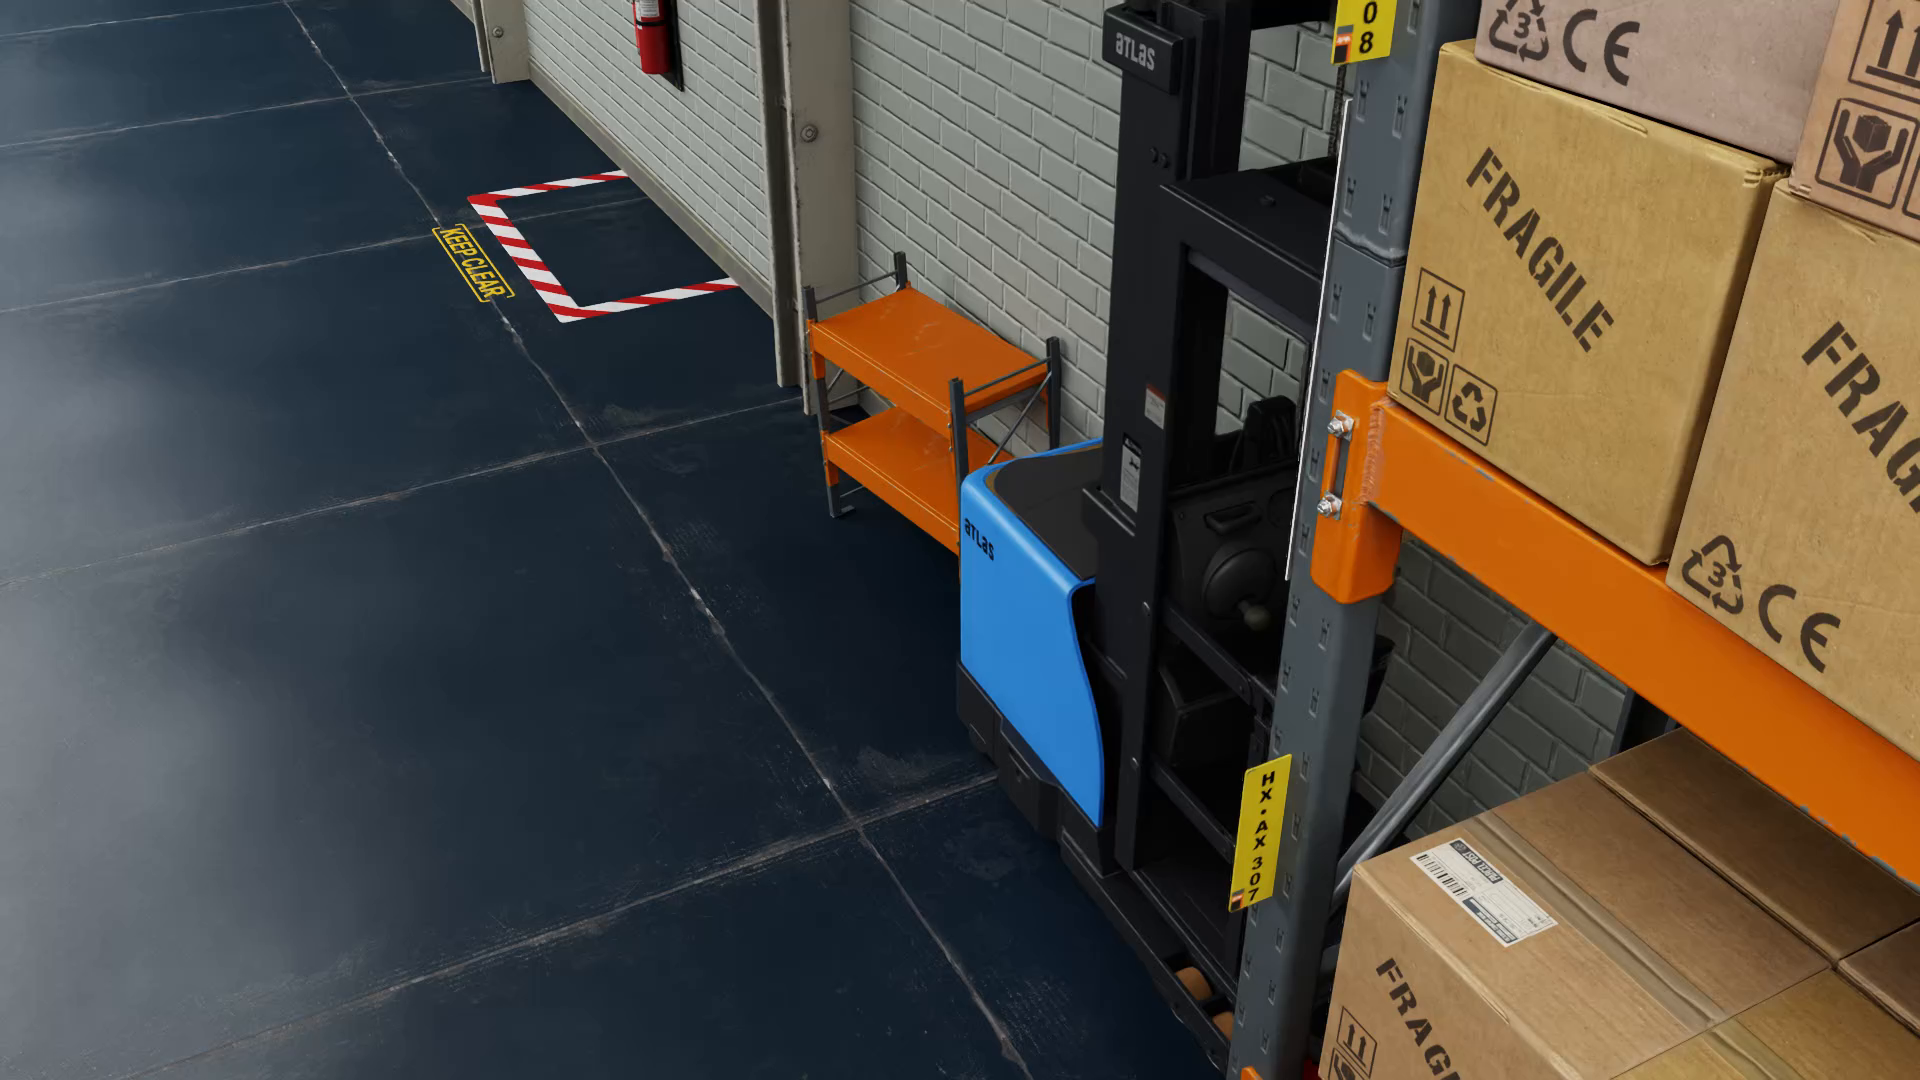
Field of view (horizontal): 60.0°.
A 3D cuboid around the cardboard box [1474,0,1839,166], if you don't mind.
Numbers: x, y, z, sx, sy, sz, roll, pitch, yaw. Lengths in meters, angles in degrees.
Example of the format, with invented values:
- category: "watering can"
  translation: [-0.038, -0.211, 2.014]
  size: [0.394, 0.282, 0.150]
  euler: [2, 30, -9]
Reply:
- category: "cardboard box"
  translation: [0.965, -0.753, 1.826]
  size: [0.500, 0.500, 0.500]
  euler: [-19, 37, -26]

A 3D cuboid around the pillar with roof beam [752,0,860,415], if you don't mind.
- category: "pillar with roof beam"
  translation: [-4.514, -3.453, 4.298]
  size: [9.100, 9.000, 0.400]
  euler: [-16, 36, -23]

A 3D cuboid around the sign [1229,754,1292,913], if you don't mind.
- category: "sign"
  translation: [0.520, 0.509, 2.872]
  size: [0.100, 0.325, 0.005]
  euler: [-16, 36, -23]

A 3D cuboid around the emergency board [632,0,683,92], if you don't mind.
- category: "emergency board"
  translation: [-1.824, -3.199, 9.462]
  size: [0.194, 1.169, 0.643]
  euler: [-16, 36, -23]

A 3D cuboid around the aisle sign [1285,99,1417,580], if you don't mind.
- category: "aisle sign"
  translation: [0.701, -0.317, 2.554]
  size: [0.394, 0.787, 0.004]
  euler: [-16, 36, -23]

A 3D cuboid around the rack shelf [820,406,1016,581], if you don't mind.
- category: "rack shelf"
  translation: [-0.086, -0.237, 6.996]
  size: [0.538, 0.278, 1.000]
  euler: [-26, 41, -27]

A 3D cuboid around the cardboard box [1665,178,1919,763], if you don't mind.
- category: "cardboard box"
  translation: [1.154, -0.089, 1.716]
  size: [0.500, 0.500, 0.500]
  euler: [-13, 35, -20]

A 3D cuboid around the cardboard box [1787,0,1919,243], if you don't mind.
- category: "cardboard box"
  translation: [1.154, -0.501, 1.432]
  size: [0.500, 0.500, 0.500]
  euler: [-16, 36, -24]

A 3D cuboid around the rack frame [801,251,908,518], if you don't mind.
- category: "rack frame"
  translation: [-0.404, -0.657, 7.198]
  size: [0.500, 1.125, 0.032]
  euler: [-26, 41, -27]

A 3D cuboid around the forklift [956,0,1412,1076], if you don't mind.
- category: "forklift"
  translation: [1.095, 0.033, 4.481]
  size: [1.130, 2.935, 3.031]
  euler: [-15, 36, -22]

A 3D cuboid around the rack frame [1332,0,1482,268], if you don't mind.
- category: "rack frame"
  translation: [1.000, -1.789, 1.701]
  size: [1.000, 3.000, 0.127]
  euler: [-16, 36, -23]

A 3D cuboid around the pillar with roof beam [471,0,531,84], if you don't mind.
- category: "pillar with roof beam"
  translation: [-7.312, -6.317, 8.767]
  size: [9.100, 9.000, 0.400]
  euler: [-16, 36, -23]

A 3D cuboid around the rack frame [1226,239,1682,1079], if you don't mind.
- category: "rack frame"
  translation: [1.000, 0.737, 3.319]
  size: [1.000, 3.000, 0.127]
  euler: [-16, 36, -23]

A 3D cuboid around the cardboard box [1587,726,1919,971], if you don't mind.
- category: "cardboard box"
  translation: [1.408, 0.647, 2.884]
  size: [0.500, 0.500, 0.500]
  euler: [-16, 36, -24]

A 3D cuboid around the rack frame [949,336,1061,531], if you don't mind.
- category: "rack frame"
  translation: [0.202, -0.215, 6.511]
  size: [0.500, 1.125, 0.032]
  euler: [-26, 41, -27]

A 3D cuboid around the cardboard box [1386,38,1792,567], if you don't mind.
- category: "cardboard box"
  translation: [0.935, -0.354, 2.130]
  size: [0.500, 0.500, 0.500]
  euler: [-15, 36, -22]

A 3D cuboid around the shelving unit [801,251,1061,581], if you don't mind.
- category: "shelving unit"
  translation: [-0.101, -0.436, 6.855]
  size: [0.538, 1.125, 1.048]
  euler: [-26, 41, -27]

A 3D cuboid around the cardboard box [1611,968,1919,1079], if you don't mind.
- category: "cardboard box"
  translation: [1.178, 1.018, 2.306]
  size: [0.500, 0.500, 0.500]
  euler: [-16, 36, -23]

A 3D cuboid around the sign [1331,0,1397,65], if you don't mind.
- category: "sign"
  translation: [0.520, -0.758, 2.061]
  size: [0.100, 0.325, 0.005]
  euler: [-16, 36, -23]

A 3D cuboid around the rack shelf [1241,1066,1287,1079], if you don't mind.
- category: "rack shelf"
  translation: [1.932, 1.994, 2.023]
  size: [1.077, 0.370, 4.000]
  euler: [-16, 36, -23]

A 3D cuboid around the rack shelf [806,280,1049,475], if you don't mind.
- category: "rack shelf"
  translation: [-0.119, -0.675, 6.686]
  size: [0.538, 0.278, 1.000]
  euler: [-26, 41, -27]

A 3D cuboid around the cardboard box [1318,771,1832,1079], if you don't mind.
- category: "cardboard box"
  translation: [0.957, 0.779, 2.678]
  size: [0.500, 0.500, 0.500]
  euler: [-16, 36, -23]

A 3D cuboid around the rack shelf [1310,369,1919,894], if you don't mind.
- category: "rack shelf"
  translation: [1.932, 0.731, 1.214]
  size: [1.077, 0.370, 4.000]
  euler: [-16, 36, -23]

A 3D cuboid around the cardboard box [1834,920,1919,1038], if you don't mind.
- category: "cardboard box"
  translation: [1.634, 0.890, 2.505]
  size: [0.500, 0.500, 0.500]
  euler: [-15, 36, -22]
